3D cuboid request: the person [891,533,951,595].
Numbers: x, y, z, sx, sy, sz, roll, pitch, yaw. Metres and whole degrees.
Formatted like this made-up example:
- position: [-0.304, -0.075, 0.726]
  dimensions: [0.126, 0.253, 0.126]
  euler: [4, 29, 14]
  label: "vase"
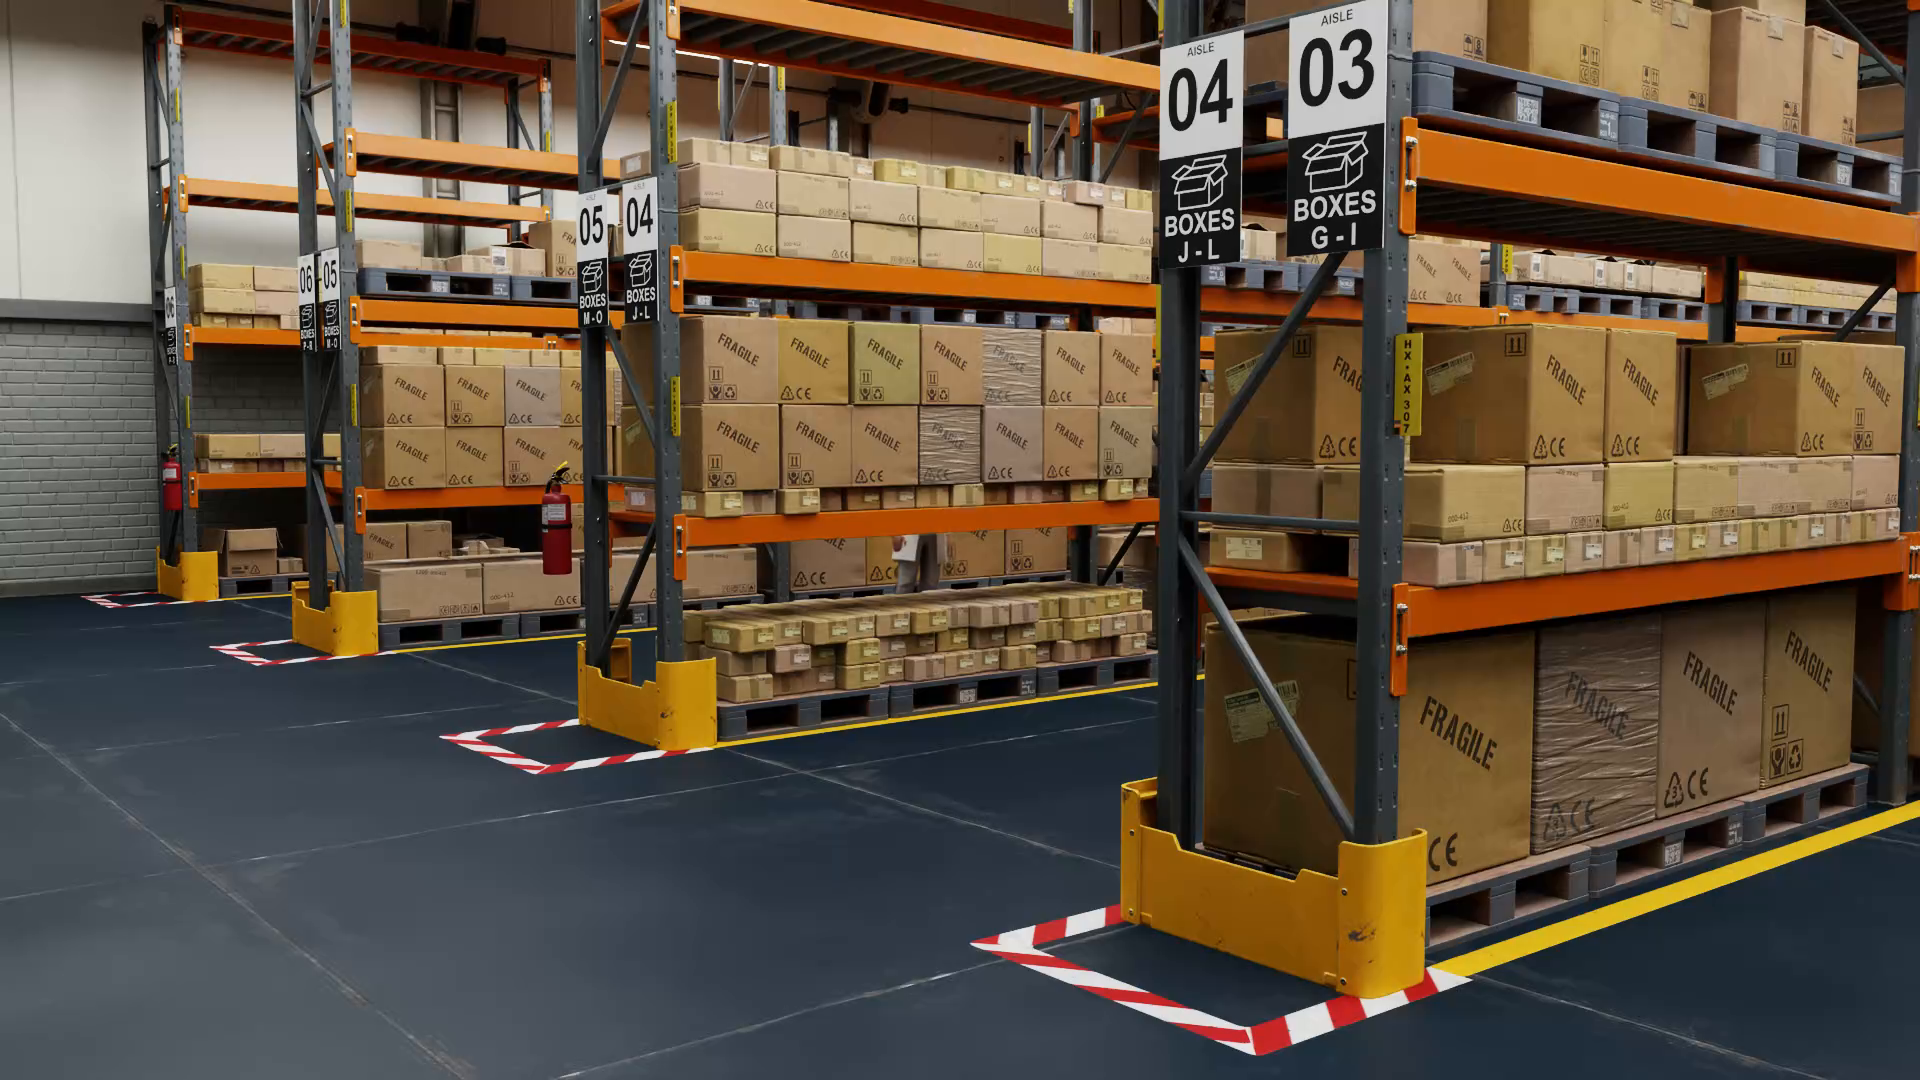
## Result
- position: [-0.338, -0.036, 13.675]
  dimensions: [0.626, 1.772, 0.513]
  euler: [-3, 5, -31]
  label: "person"
